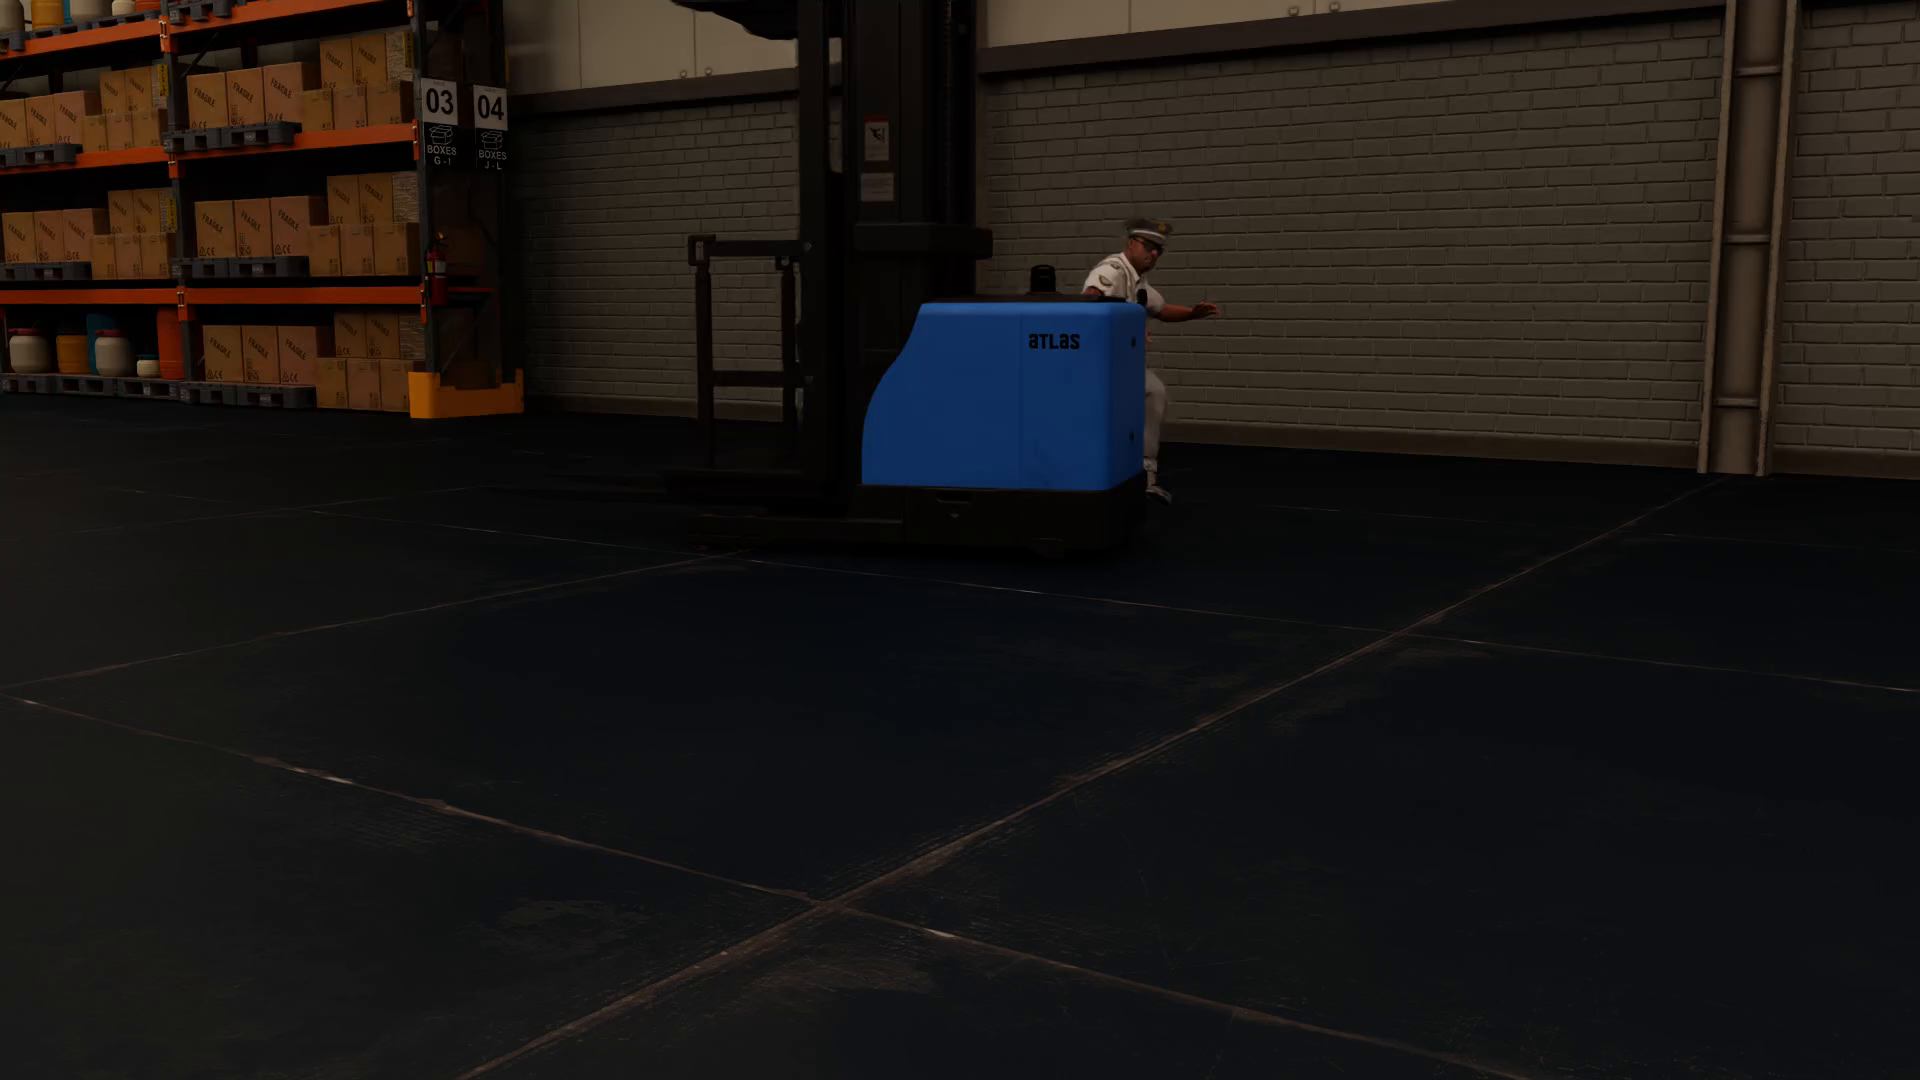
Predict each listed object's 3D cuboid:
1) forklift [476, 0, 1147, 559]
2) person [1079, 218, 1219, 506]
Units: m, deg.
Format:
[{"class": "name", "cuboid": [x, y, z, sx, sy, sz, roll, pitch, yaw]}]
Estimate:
[{"class": "forklift", "cuboid": [-0.715, -1.465, 7.495, 3.031, 2.935, 1.130, 2, 8, 16]}, {"class": "person", "cuboid": [0.903, -0.913, 8.667, 0.935, 1.516, 1.000, 0, 8, 0]}]
